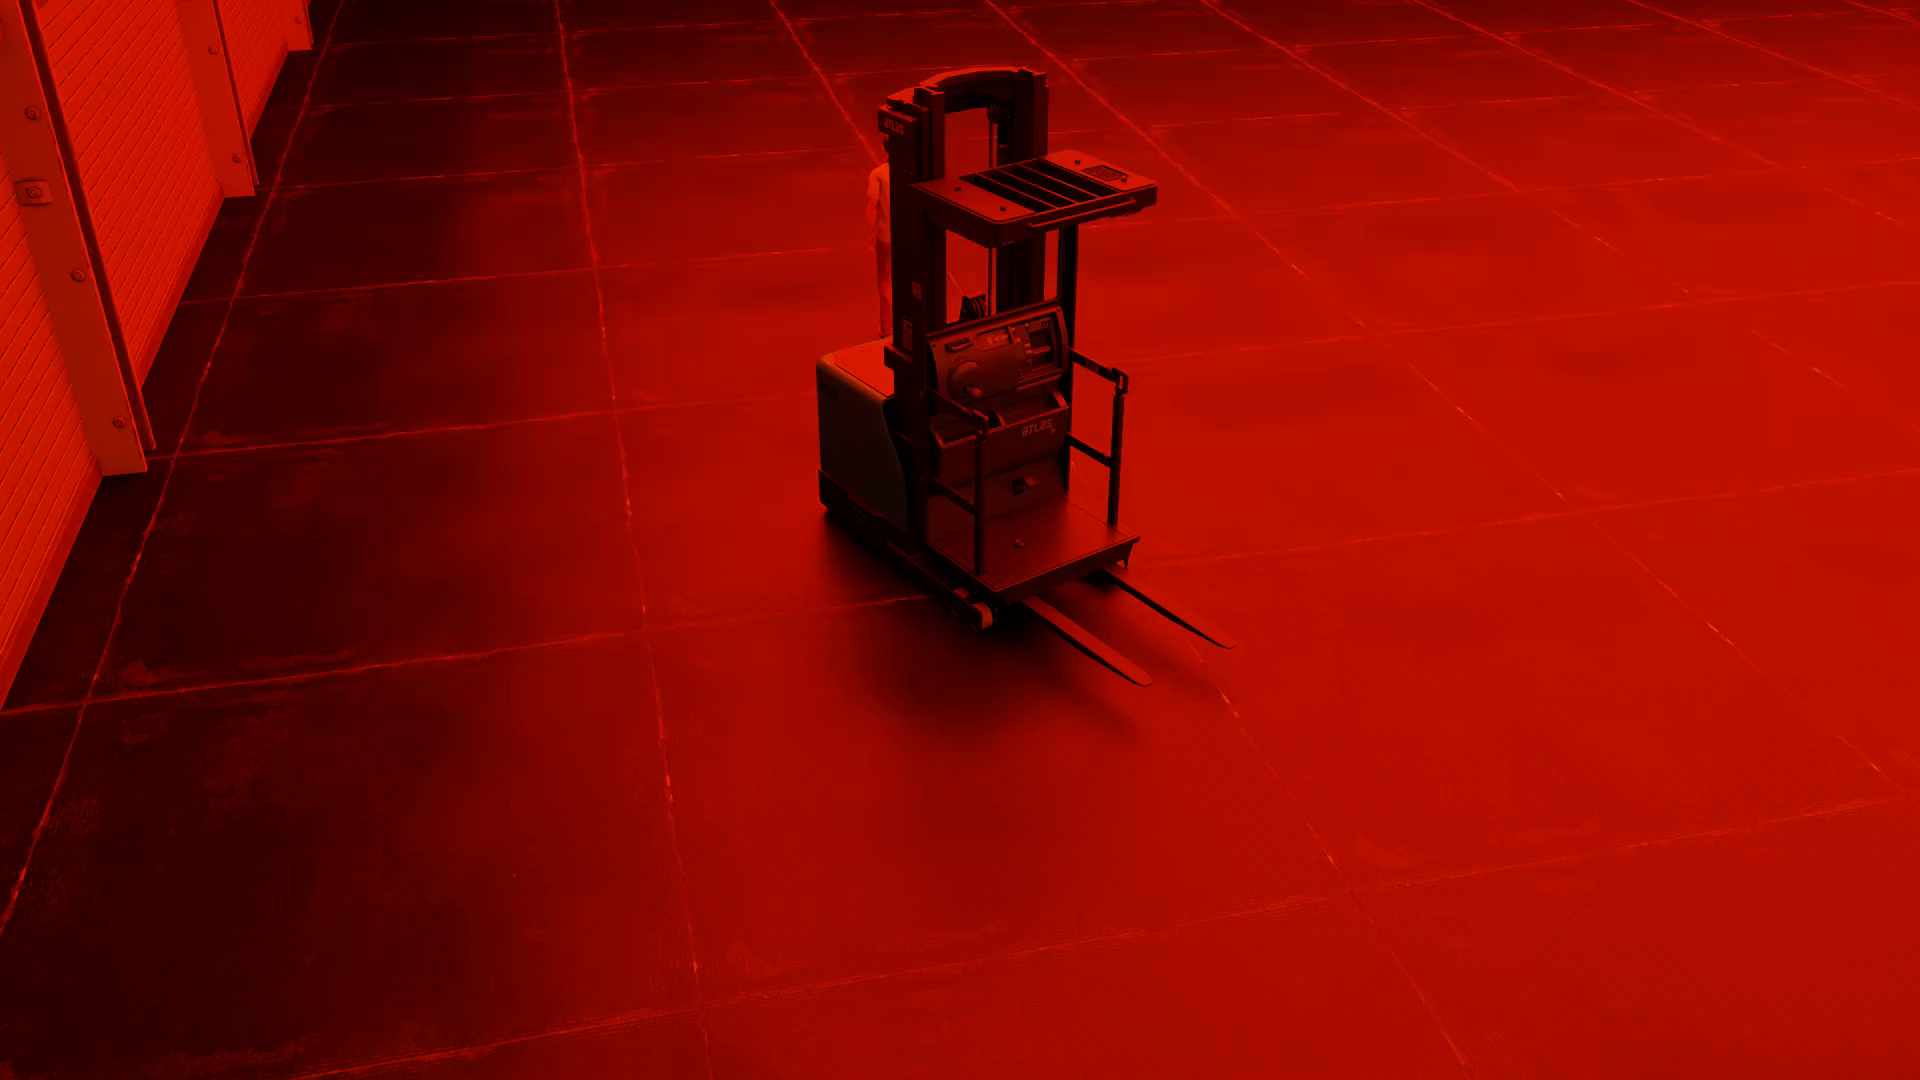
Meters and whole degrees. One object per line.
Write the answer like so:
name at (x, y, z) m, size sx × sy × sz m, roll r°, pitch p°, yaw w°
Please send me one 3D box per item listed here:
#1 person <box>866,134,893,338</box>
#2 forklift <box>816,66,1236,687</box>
person at (-0.475, -2.351, 12.892) m, size 0.502 × 1.673 × 0.352 m, roll -4°, pitch 30°, yaw -6°
forklift at (0.355, -1.021, 9.338) m, size 1.130 × 2.935 × 3.031 m, roll -20°, pitch 35°, yaw -30°
